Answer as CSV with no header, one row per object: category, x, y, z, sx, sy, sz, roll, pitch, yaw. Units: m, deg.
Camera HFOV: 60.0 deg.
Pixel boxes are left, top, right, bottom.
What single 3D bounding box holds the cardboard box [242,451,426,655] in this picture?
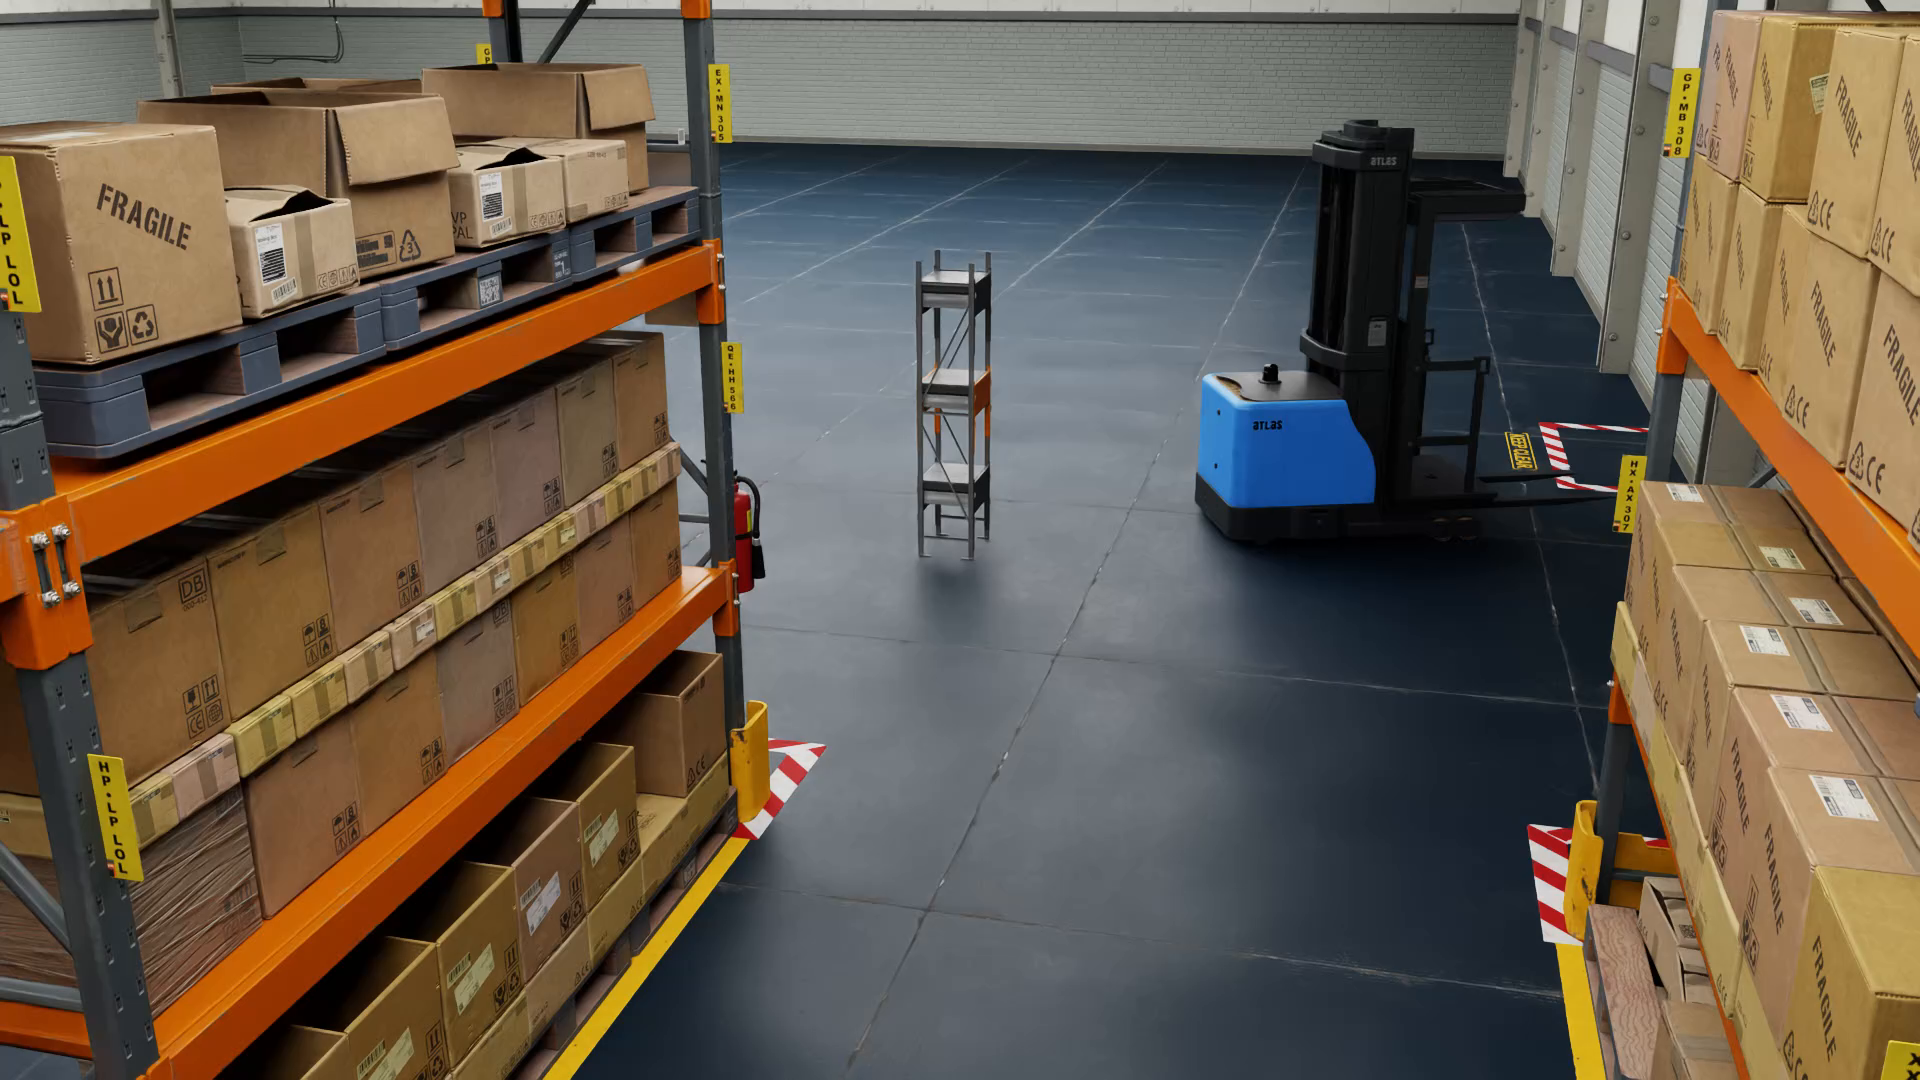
cardboard box,-2.186,0.015,5.342,0.700,0.500,0.500,5,19,13

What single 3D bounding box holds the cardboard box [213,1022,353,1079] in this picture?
cardboard box,-2.117,1.758,4.844,0.500,0.500,0.500,5,19,13

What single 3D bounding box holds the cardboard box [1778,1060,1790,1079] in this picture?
cardboard box,2.093,1.410,3.619,0.500,0.250,0.500,5,19,14

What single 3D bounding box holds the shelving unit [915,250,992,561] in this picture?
shelving unit,-0.040,-0.942,11.696,0.431,2.100,0.503,5,19,13

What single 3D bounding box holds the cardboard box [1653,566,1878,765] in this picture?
cardboard box,2.577,0.415,5.372,0.500,0.500,0.500,4,19,12

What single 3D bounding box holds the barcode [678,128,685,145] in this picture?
barcode,-1.162,-1.684,6.939,0.001,0.075,0.075,5,19,13

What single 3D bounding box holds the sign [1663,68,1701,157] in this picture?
sign,2.722,-1.609,6.263,0.100,0.325,0.005,5,19,13

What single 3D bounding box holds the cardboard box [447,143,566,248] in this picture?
cardboard box,-1.718,-1.209,5.717,0.500,0.311,0.500,7,20,20

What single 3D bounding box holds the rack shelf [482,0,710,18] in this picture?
rack shelf,-2.045,-1.805,5.282,1.077,0.370,4.000,5,19,13

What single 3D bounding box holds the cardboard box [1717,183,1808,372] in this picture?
cardboard box,2.635,-0.795,5.049,0.500,0.500,0.500,6,20,16

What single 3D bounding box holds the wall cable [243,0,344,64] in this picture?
wall cable,-17.298,-13.524,42.664,3.097,2.526,0.112,5,19,13

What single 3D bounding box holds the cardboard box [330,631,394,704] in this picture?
cardboard box,-2.032,0.388,5.254,0.380,0.149,0.250,4,19,12

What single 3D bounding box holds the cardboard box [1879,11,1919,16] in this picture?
cardboard box,3.396,-1.526,5.642,0.500,0.500,0.500,6,20,16

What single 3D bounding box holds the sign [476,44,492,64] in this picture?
sign,-2.093,-2.039,7.401,0.100,0.325,0.005,5,19,13

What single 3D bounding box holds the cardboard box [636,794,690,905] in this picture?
cardboard box,-1.511,1.329,7.261,0.500,0.250,0.500,5,19,13

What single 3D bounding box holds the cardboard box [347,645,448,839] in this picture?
cardboard box,-2.182,0.621,5.573,0.700,0.500,0.500,5,19,14

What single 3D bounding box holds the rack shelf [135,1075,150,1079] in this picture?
rack shelf,-3.022,2.098,2.517,1.077,0.370,4.000,5,19,13

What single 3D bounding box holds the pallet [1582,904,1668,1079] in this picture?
pallet,2.997,1.863,6.408,1.003,0.211,1.213,5,19,13

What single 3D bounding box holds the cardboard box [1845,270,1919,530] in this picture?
cardboard box,2.290,-0.290,3.571,0.500,0.500,0.500,3,19,9

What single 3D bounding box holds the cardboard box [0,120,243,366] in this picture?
cardboard box,-2.155,-0.738,4.045,0.500,0.500,0.500,6,20,18

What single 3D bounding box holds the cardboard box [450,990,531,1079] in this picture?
cardboard box,-1.872,1.799,5.883,0.500,0.250,0.500,5,19,13

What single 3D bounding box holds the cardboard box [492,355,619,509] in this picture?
cardboard box,-1.819,-0.457,6.722,0.700,0.500,0.500,4,19,12

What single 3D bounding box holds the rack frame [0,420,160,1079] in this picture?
rack frame,-2.534,1.131,4.236,1.000,3.000,0.127,5,19,13

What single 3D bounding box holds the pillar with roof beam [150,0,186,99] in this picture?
pillar with roof beam,-15.125,-13.835,38.769,9.100,9.000,0.400,5,19,13

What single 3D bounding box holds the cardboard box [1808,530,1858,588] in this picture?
cardboard box,3.206,0.296,5.723,0.500,0.500,0.500,5,19,14

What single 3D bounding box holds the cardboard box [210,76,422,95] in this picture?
cardboard box,-2.227,-1.356,5.854,0.500,0.500,0.500,5,19,13

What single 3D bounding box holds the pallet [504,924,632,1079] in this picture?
pallet,-2.003,1.821,6.529,1.003,0.211,1.213,5,19,13

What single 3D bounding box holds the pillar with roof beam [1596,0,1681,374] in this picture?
pillar with roof beam,2.673,-6.385,16.959,9.100,9.000,0.400,5,19,13

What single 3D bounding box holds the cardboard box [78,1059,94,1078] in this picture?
cardboard box,-2.499,1.560,5.423,0.500,0.500,0.500,5,19,13

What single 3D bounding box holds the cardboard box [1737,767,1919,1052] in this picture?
cardboard box,2.203,0.898,3.958,0.500,0.500,0.500,5,19,13

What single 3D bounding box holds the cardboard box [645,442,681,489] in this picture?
cardboard box,-1.465,-0.342,7.390,0.380,0.149,0.250,4,19,12

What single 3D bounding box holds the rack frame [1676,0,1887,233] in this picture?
rack frame,3.248,-2.572,5.795,1.000,3.000,0.127,5,19,13

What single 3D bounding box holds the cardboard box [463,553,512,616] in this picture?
cardboard box,-1.842,0.144,5.967,0.380,0.149,0.250,4,19,13

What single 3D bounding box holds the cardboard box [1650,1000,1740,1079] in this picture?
cardboard box,2.625,1.856,5.298,0.700,0.500,0.500,3,19,10

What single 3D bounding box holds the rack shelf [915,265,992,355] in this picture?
rack shelf,-0.040,-1.591,11.474,0.431,0.518,0.480,5,19,13

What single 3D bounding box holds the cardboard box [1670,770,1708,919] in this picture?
cardboard box,2.452,0.938,5.002,0.500,0.250,0.500,5,19,14

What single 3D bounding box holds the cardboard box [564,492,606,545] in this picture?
cardboard box,-1.654,-0.101,6.685,0.380,0.149,0.250,5,19,14

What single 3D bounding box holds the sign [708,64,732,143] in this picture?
sign,-1.034,-1.877,7.153,0.100,0.325,0.005,5,19,13

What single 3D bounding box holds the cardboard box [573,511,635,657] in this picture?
cardboard box,-1.807,0.140,6.982,0.700,0.500,0.500,5,20,15

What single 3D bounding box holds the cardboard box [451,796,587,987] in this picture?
cardboard box,-1.752,1.288,6.221,0.500,0.500,0.500,5,19,13

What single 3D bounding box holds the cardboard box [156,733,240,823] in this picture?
cardboard box,-2.219,0.629,4.547,0.380,0.149,0.250,5,19,14

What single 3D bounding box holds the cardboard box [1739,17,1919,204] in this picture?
cardboard box,2.632,-1.266,4.880,0.500,0.500,0.500,5,20,15

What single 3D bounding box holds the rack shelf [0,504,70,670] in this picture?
rack shelf,-3.022,0.679,2.032,1.077,0.370,4.000,5,19,13

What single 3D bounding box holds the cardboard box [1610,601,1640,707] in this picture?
cardboard box,2.821,0.457,6.411,0.500,0.250,0.500,4,19,12

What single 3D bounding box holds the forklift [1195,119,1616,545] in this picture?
forklift,3.370,-1.545,12.175,3.031,2.935,1.130,-3,19,-7
